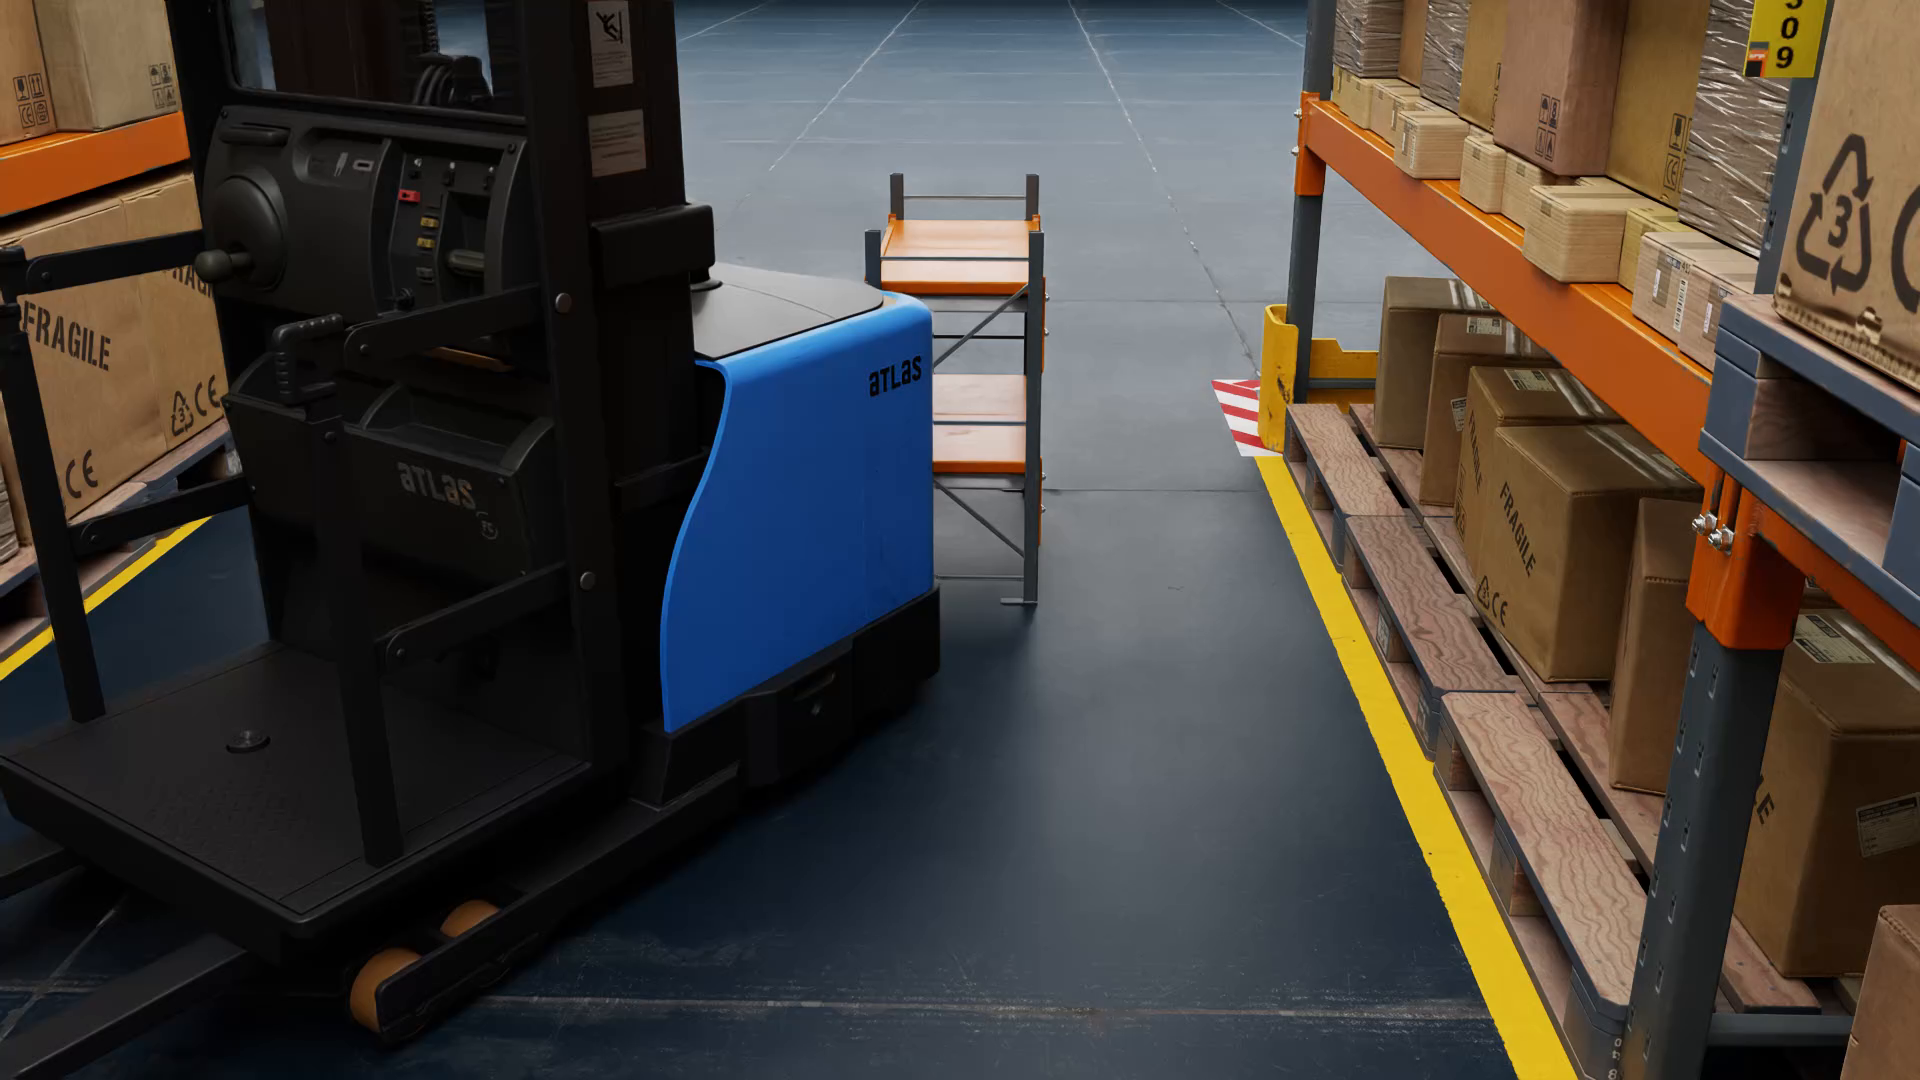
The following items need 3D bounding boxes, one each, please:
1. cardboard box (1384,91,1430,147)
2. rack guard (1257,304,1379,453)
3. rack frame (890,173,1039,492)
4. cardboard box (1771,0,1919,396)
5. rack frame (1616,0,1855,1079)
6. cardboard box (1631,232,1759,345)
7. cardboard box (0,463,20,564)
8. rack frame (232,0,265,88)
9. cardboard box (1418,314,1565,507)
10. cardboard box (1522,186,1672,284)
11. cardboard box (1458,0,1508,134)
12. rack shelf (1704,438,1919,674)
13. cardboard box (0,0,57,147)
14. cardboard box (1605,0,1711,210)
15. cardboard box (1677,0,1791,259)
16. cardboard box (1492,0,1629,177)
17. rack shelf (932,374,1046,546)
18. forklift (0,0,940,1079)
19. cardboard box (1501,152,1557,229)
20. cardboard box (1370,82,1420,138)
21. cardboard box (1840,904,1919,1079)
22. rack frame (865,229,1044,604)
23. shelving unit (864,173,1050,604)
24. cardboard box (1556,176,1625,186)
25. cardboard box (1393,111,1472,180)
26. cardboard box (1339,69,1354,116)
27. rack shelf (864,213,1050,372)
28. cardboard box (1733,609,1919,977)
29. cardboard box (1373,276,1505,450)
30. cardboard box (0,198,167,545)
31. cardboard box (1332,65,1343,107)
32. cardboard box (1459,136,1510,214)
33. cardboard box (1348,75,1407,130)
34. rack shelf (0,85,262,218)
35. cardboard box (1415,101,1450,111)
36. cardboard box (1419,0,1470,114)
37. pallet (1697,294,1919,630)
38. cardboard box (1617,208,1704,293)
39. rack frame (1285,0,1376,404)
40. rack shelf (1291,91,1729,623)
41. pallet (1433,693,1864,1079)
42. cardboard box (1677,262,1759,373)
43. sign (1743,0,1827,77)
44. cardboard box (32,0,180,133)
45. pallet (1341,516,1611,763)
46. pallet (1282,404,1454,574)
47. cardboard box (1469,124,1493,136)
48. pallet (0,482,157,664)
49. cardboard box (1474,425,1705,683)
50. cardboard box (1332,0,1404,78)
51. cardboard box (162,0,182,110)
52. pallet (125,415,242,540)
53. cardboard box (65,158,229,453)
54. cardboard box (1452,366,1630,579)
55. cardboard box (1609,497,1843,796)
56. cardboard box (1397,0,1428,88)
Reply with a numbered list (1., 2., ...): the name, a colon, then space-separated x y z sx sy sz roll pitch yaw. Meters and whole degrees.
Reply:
1. cardboard box: 1.476 -1.238 4.920 0.380 0.149 0.250 1 21 2
2. rack guard: 1.771 -0.624 6.446 1.175 0.500 0.348 1 21 2
3. rack frame: 0.015 -0.706 5.793 0.500 1.125 0.032 1 21 2
4. cardboard box: 1.488 -0.560 1.417 1.000 1.000 1.000 1 21 2
5. rack frame: 1.649 -0.371 2.337 0.949 2.616 0.053 1 21 2
6. cardboard box: 1.382 -0.425 2.824 0.380 0.149 0.250 1 21 2
7. cardboard box: -3.190 -0.220 4.305 0.875 0.875 0.875 1 21 2
8. rack frame: -3.181 -1.908 6.300 1.000 3.000 0.127 1 21 2
9. cardboard box: 1.754 -0.405 5.302 0.500 0.500 0.500 6 22 16
10. cardboard box: 1.346 -0.606 3.292 0.380 0.149 0.250 1 21 2
11. cardboard box: 1.749 -1.261 4.082 0.875 0.500 0.500 1 21 2
12. rack shelf: 1.591 0.688 0.604 1.077 0.370 4.000 1 21 2
13. cardboard box: -3.284 -1.443 4.894 0.875 0.550 0.550 1 21 2
14. cardboard box: 1.778 -0.898 3.148 0.875 0.500 0.500 1 21 2
15. cardboard box: 1.727 -0.718 2.683 0.875 0.500 0.500 1 21 2
16. cardboard box: 1.692 -1.080 3.617 0.875 0.500 0.500 1 21 2
17. rack shelf: 0.000 -0.294 5.408 0.538 0.278 1.000 1 21 2
18. forklift: -1.305 -0.628 3.096 1.130 2.935 3.031 14 25 32
19. cardboard box: 1.452 -0.786 3.755 0.380 0.149 0.250 1 21 2
20. cardboard box: 1.490 -1.328 5.153 0.380 0.149 0.250 1 21 2
21. cardboard box: 1.612 0.811 2.138 0.700 0.500 0.500 -1 21 -3
22. rack frame: -0.016 -0.338 4.845 0.500 1.125 0.032 1 21 2
23. shelving unit: 0.000 -0.522 5.319 0.538 1.125 1.048 1 21 2
24. cardboard box: 1.485 -0.695 3.521 0.380 0.149 0.250 1 21 2
25. cardboard box: 1.384 -1.058 4.456 0.380 0.149 0.250 1 21 2
26. cardboard box: 1.500 -1.509 5.619 0.380 0.149 0.250 1 21 2
27. rack shelf: 0.000 -0.795 5.213 0.538 0.278 1.000 1 21 2
28. cardboard box: 1.704 0.455 3.085 0.500 0.500 0.500 0 21 0
29. cardboard box: 1.738 -0.622 5.860 0.500 0.500 0.500 5 22 12
30. cardboard box: -3.160 -0.549 5.154 0.875 0.875 0.875 0 21 1
31. cardboard box: 1.527 -1.599 5.851 0.380 0.149 0.250 1 21 2
32. cardboard box: 1.425 -0.877 3.989 0.380 0.149 0.250 1 21 2
33. cardboard box: 1.477 -1.419 5.386 0.380 0.149 0.250 1 21 2
34. rack shelf: -3.242 -0.849 4.566 1.077 0.370 4.000 1 21 2
35. cardboard box: 1.495 -1.147 4.686 0.380 0.149 0.250 1 21 2
36. cardboard box: 1.776 -1.441 4.547 0.875 0.500 0.500 1 21 2
37. pallet: 1.483 -0.006 1.664 1.003 0.211 1.213 1 21 2
38. cardboard box: 1.449 -0.514 3.055 0.380 0.149 0.250 1 21 2
39. rack frame: 1.774 -1.817 6.065 1.000 3.000 0.127 1 21 2
40. rack shelf: 1.713 -0.758 4.331 1.077 0.370 4.000 1 21 2
41. pallet: 1.637 0.686 3.469 1.003 0.211 1.213 1 21 2
42. cardboard box: 1.365 -0.334 2.592 0.380 0.149 0.250 1 21 2
43. sign: 1.109 -0.777 2.189 0.100 0.325 0.005 1 21 2
44. cardboard box: -3.142 -1.644 5.412 0.875 0.550 0.550 1 21 2
45. pallet: 1.671 0.244 4.608 1.003 0.211 1.213 1 21 2
46. pallet: 1.711 -0.196 5.742 1.003 0.211 1.213 1 21 2
47. cardboard box: 1.509 -0.966 4.220 0.380 0.149 0.250 1 21 2
48. pallet: -3.167 0.122 4.923 1.003 0.211 1.213 1 21 2
49. cardboard box: 1.654 0.022 4.200 0.500 0.500 0.500 -1 21 -3
50. cardboard box: 1.729 -1.804 5.481 0.875 0.500 0.500 1 21 2
51. cardboard box: -3.147 -1.843 5.925 0.875 0.550 0.550 1 21 2
52. pallet: -3.127 -0.318 6.057 1.003 0.211 1.213 1 21 2
53. cardboard box: -3.136 -0.867 5.974 0.875 0.875 0.875 1 21 2
54. cardboard box: 1.716 -0.179 4.719 0.500 0.500 0.500 3 21 7
55. cardboard box: 1.714 0.248 3.619 0.500 0.500 0.500 8 22 19
56. cardboard box: 1.834 -1.622 5.012 0.875 0.500 0.500 1 21 2
